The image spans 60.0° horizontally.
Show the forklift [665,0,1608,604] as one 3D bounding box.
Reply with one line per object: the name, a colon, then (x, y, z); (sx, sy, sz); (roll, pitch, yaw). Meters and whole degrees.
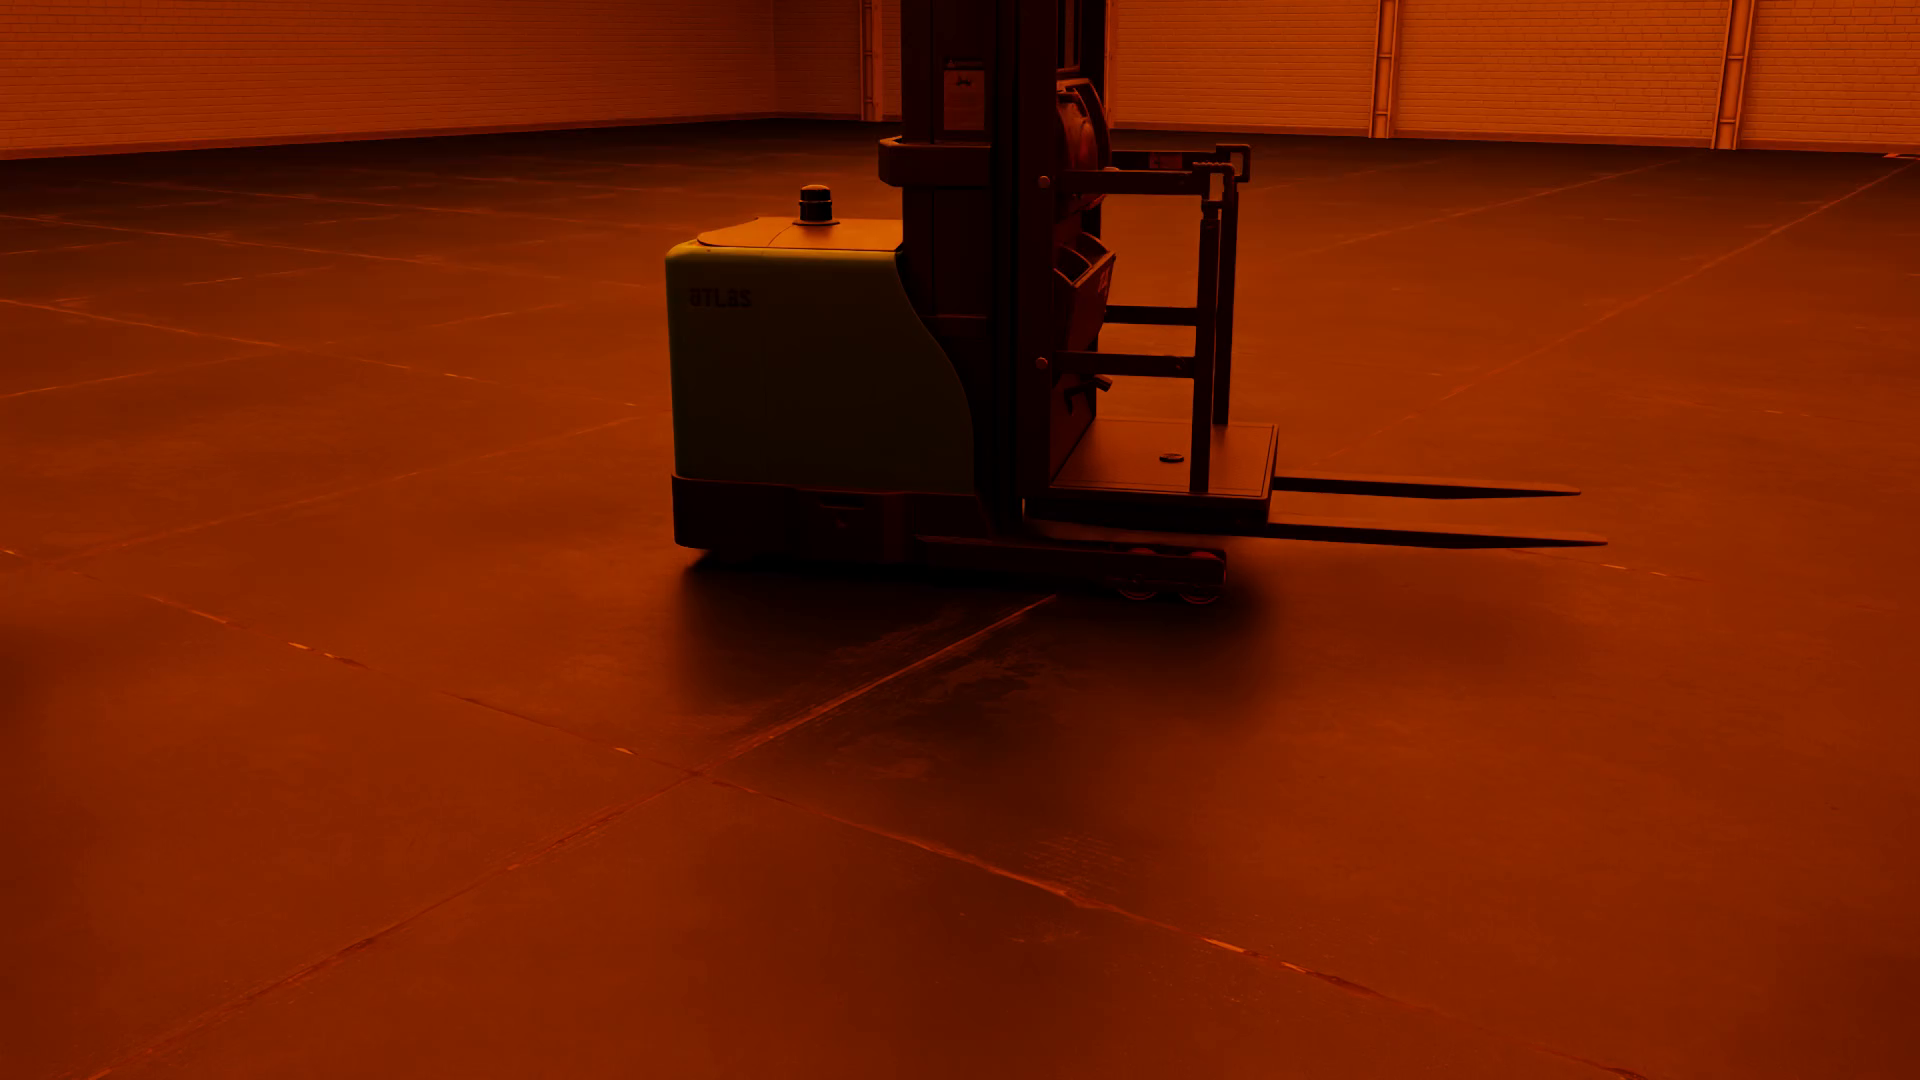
forklift: (0.595, -1.367, 5.404); (3.031, 2.935, 1.130); (4, 17, 12)
